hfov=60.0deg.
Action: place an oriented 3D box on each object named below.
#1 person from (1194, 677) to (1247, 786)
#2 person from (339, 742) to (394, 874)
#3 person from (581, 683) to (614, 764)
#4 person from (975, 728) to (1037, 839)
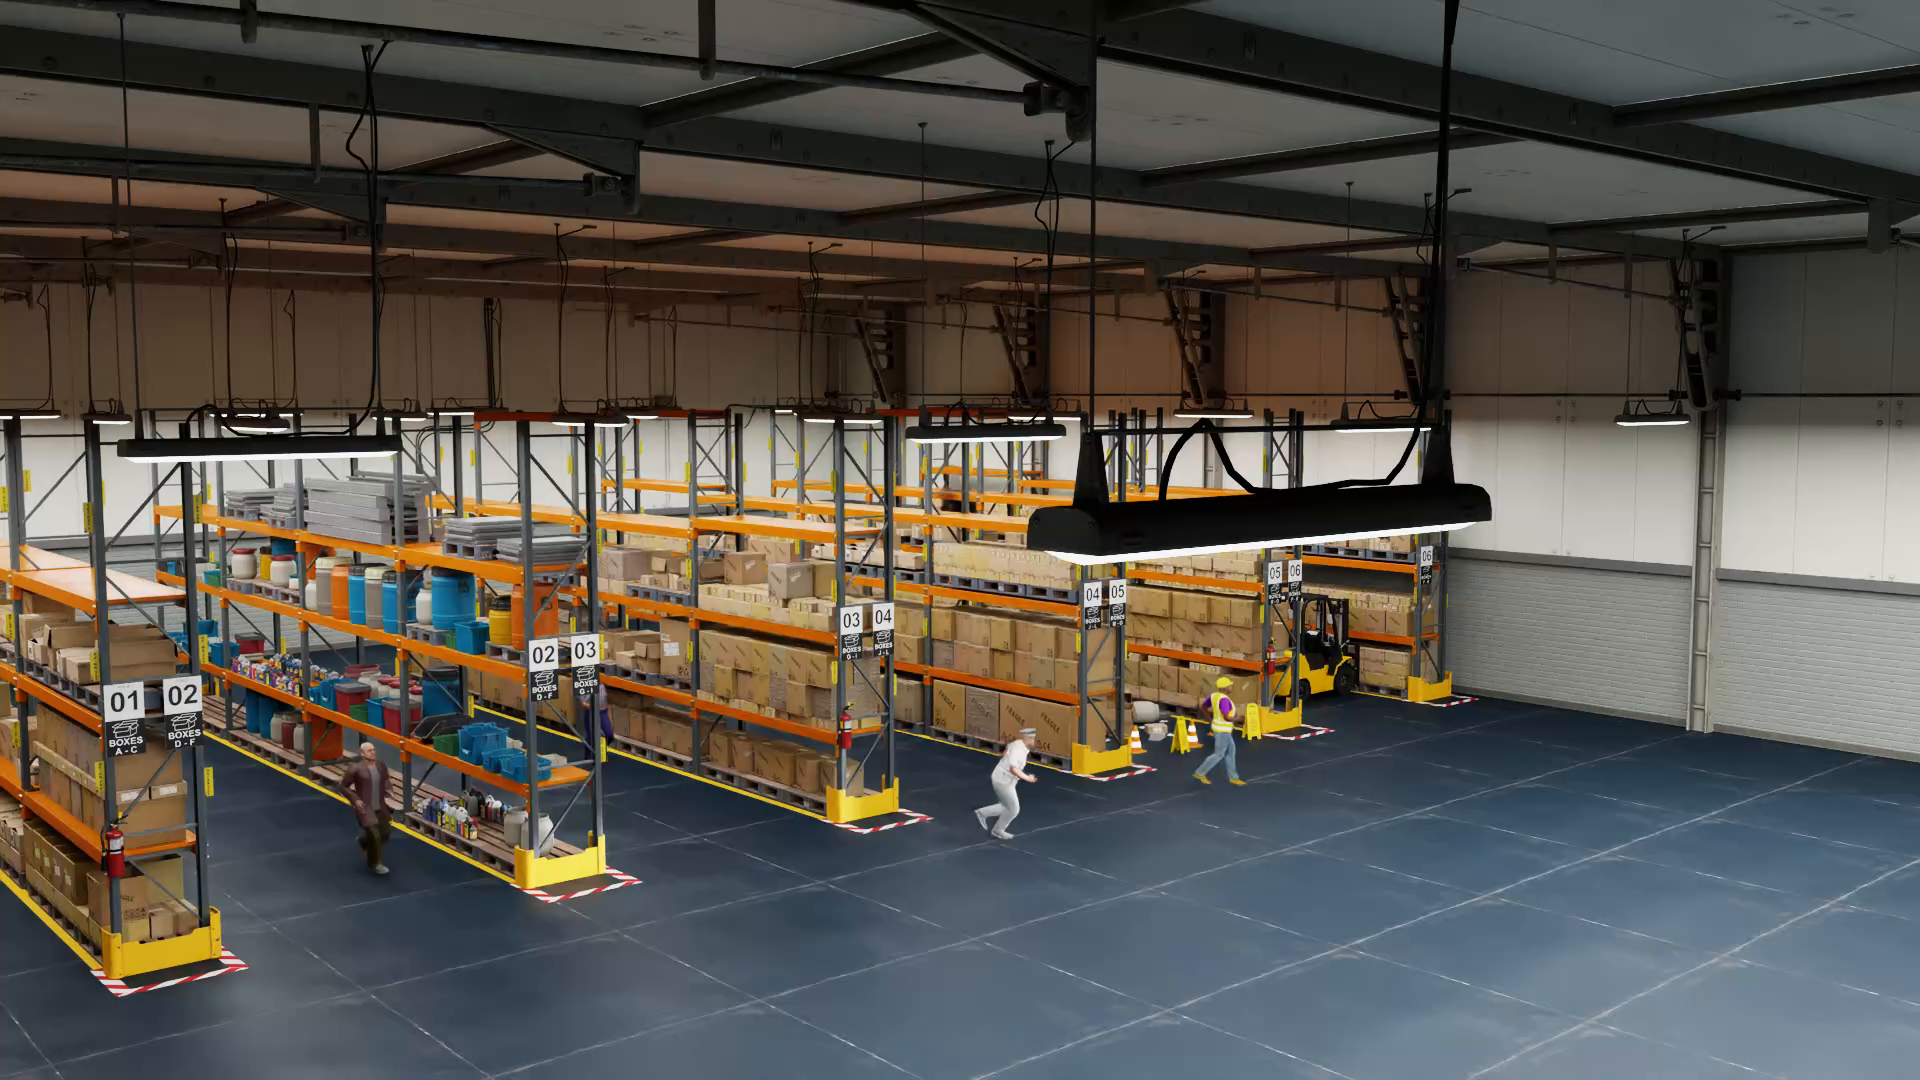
[{"bbox_3d":[4.204,3.097,26.743,0.894,1.789,0.688,0,5,-3],"label":"person"},{"bbox_3d":[-7.832,3.530,21.995,0.724,1.735,0.704,4,6,36],"label":"person"},{"bbox_3d":[-6.185,3.037,28.350,0.579,1.607,0.643,-4,7,-41],"label":"person"},{"bbox_3d":[0.660,3.473,23.756,0.885,1.598,0.673,0,5,1],"label":"person"}]
